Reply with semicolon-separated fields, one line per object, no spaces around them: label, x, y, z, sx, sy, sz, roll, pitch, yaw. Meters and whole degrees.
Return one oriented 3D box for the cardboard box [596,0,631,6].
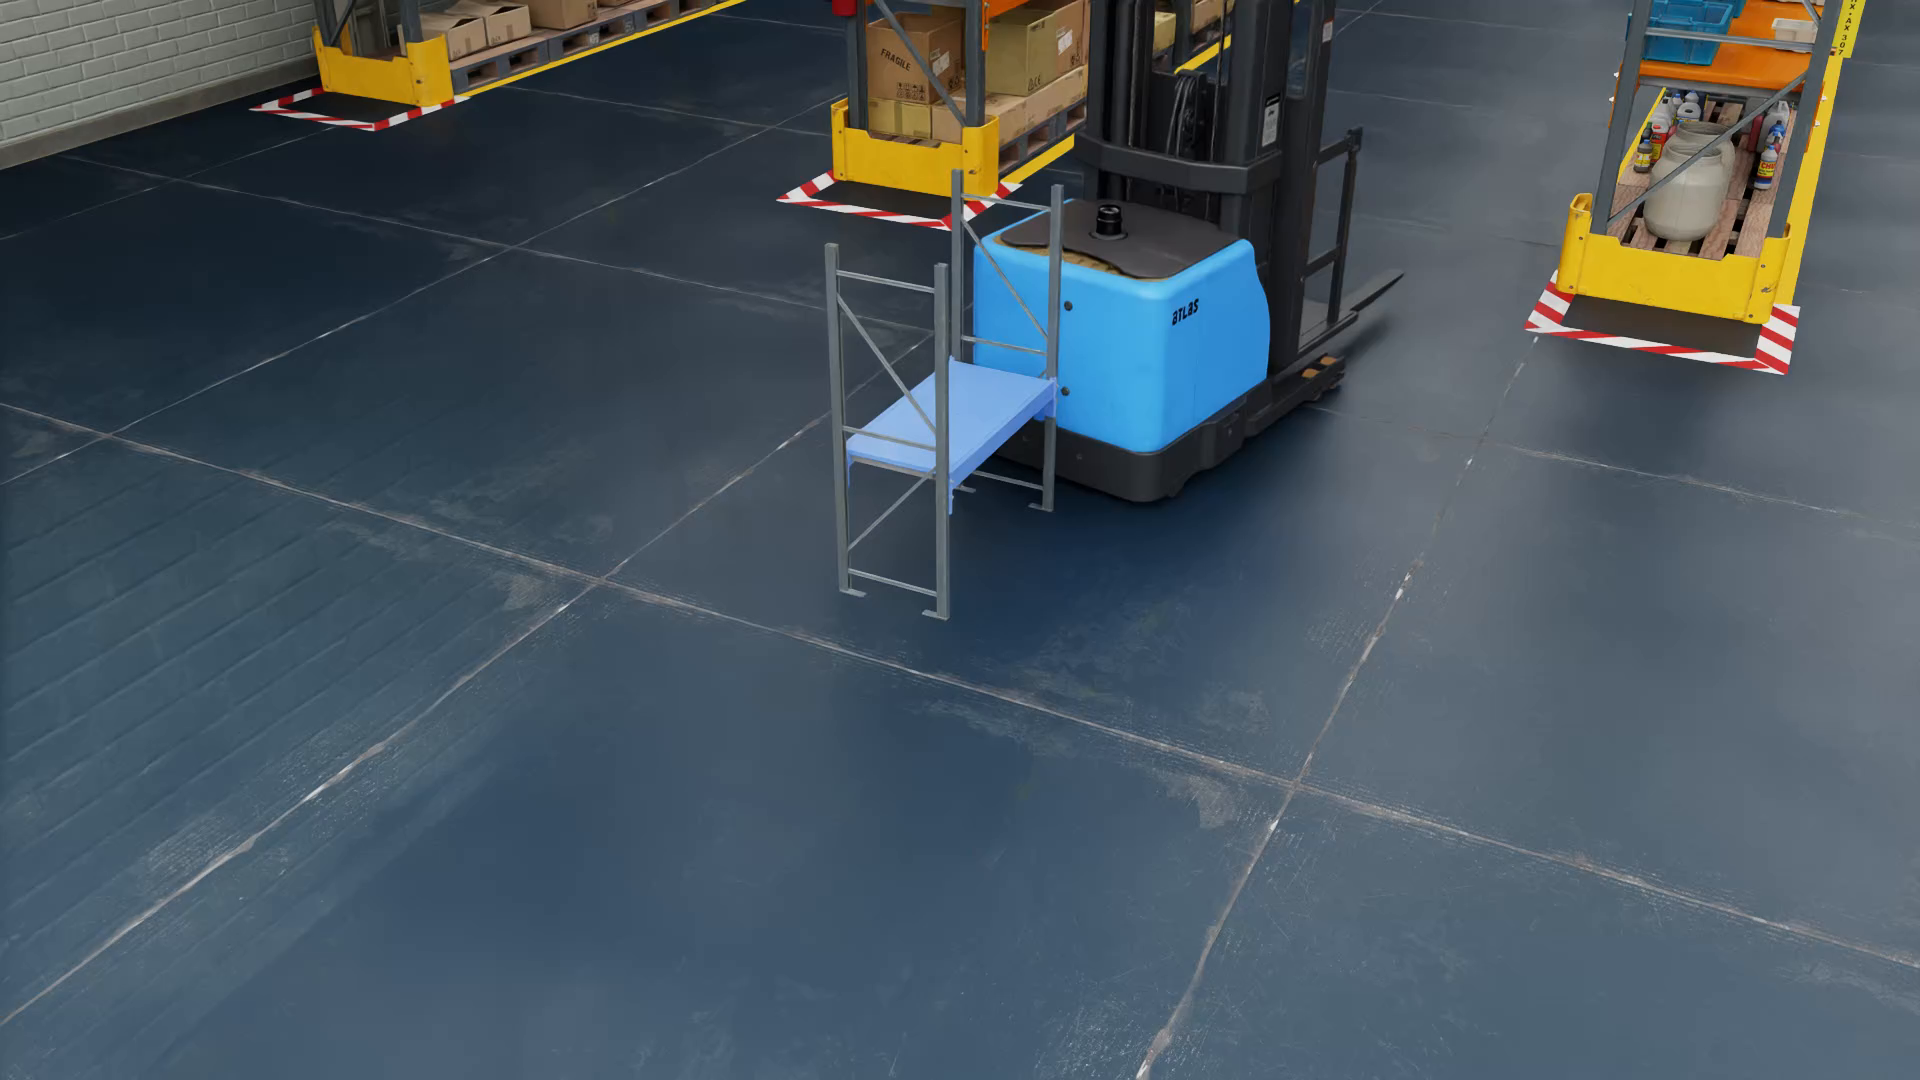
cardboard box;-3.329;-5.329;15.585;0.500;0.500;0.500;12;32;20

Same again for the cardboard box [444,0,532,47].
cardboard box;-4.059;-4.482;14.300;0.500;0.311;0.500;17;34;27

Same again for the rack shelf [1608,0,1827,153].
rack shelf;5.016;-3.245;10.611;1.077;0.370;4.000;14;33;23

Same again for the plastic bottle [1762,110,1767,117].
plastic bottle;5.553;-2.889;11.555;0.061;0.283;0.133;14;33;23

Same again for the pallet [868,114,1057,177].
pallet;0.008;-2.935;12.149;1.003;0.211;1.213;14;33;23

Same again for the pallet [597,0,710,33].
pallet;-3.167;-5.176;16.051;1.003;0.211;1.213;14;33;23

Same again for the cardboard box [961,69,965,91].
cardboard box;-0.104;-3.314;12.349;0.500;0.250;0.500;14;33;23

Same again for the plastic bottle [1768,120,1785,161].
plastic bottle;5.503;-2.697;11.232;0.097;0.271;0.097;0;30;0

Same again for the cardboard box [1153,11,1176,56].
cardboard box;1.503;-4.303;14.071;0.500;0.250;0.500;14;33;23

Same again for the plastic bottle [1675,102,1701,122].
plastic bottle;5.054;-2.895;11.572;0.152;0.276;0.135;14;33;23

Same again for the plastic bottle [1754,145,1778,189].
plastic bottle;5.209;-2.411;10.734;0.097;0.271;0.097;0;30;0

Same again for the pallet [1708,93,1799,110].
pallet;6.251;-3.591;13.292;1.003;0.211;1.213;14;33;23

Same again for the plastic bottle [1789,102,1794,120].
plastic bottle;6.002;-3.168;12.041;0.061;0.283;0.133;16;34;26

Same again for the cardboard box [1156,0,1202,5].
cardboard box;1.930;-4.928;14.596;0.500;0.311;0.500;14;33;23

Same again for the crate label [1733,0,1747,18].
crate label;4.703;-3.563;10.407;0.502;0.435;0.616;14;33;23

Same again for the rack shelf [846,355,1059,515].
rack shelf;-0.039;-0.457;6.900;0.538;0.185;1.000;14;33;23

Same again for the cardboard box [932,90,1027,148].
cardboard box;0.140;-2.973;11.754;0.500;0.250;0.500;14;33;23

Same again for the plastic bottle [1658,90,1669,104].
plastic bottle;4.992;-3.045;11.827;0.061;0.283;0.133;16;33;25

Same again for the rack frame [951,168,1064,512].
rack frame;0.193;-0.838;7.203;0.500;1.500;0.032;14;33;23

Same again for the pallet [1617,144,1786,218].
pallet;5.030;-2.403;11.223;1.003;0.211;1.213;14;33;23

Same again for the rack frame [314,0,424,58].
rack frame;-4.714;-4.918;12.801;1.000;3.000;0.127;14;33;23

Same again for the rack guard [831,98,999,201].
rack guard;-0.314;-2.701;11.451;1.175;0.500;0.348;14;33;23

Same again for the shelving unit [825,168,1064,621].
shelving unit;-0.039;-0.613;6.811;0.538;1.500;1.048;14;33;23

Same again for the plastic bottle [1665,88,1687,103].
plastic bottle;5.190;-3.222;12.067;0.144;0.351;0.185;15;33;25

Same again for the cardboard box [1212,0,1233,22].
cardboard box;2.158;-4.907;15.123;0.500;0.250;0.500;15;33;24

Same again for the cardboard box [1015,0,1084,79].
cardboard box;0.582;-3.744;12.345;0.500;0.500;0.500;14;33;23

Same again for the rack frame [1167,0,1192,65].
rack frame;1.519;-5.569;13.935;1.000;3.000;0.127;14;33;23

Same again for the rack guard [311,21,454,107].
rack guard;-4.680;-3.867;13.483;1.175;0.500;0.348;14;33;23

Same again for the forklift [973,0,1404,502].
forklift;1.341;-2.111;7.983;1.130;2.935;3.031;21;36;32

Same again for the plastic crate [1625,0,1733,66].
plastic crate;4.067;-2.895;9.429;0.499;0.251;0.616;14;33;23

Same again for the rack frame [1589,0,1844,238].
rack frame;4.105;-2.670;8.888;1.000;3.000;0.127;14;33;23

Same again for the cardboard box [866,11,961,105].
cardboard box;-0.323;-3.416;11.772;0.500;0.500;0.500;14;33;23

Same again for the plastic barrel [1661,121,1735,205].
plastic barrel;4.565;-2.305;10.328;0.421;0.512;0.421;0;30;0

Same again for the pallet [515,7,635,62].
pallet;-3.721;-4.633;15.106;1.003;0.211;1.213;14;33;23

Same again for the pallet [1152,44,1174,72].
pallet;1.120;-4.017;14.032;1.003;0.211;1.213;14;33;23

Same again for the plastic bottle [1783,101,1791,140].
plastic bottle;5.766;-2.939;11.641;0.061;0.283;0.133;17;34;27

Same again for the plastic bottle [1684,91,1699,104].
plastic bottle;5.232;-3.096;11.927;0.097;0.271;0.097;0;30;0

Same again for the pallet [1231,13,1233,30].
pallet;2.375;-5.238;16.159;1.003;0.211;1.213;14;33;23

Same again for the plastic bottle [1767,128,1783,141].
plastic bottle;5.410;-2.607;11.076;0.097;0.271;0.097;0;30;0

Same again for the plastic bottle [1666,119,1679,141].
plastic bottle;4.786;-2.678;11.188;0.061;0.283;0.133;14;33;23

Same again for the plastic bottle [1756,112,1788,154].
plastic bottle;5.578;-2.803;11.412;0.152;0.276;0.135;15;33;24

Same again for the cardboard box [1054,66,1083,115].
cardboard box;0.592;-3.417;12.527;0.500;0.250;0.500;14;33;23

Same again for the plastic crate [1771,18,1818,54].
plastic crate;4.799;-2.880;9.517;0.298;0.136;0.250;14;33;23

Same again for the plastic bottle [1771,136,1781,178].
plastic bottle;5.328;-2.512;10.899;0.061;0.283;0.133;15;33;24

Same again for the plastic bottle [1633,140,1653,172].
plastic bottle;4.552;-2.561;11.066;0.097;0.201;0.097;0;30;0

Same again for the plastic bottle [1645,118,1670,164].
plastic bottle;4.691;-2.699;11.231;0.152;0.276;0.135;15;33;24

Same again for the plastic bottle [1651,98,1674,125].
plastic bottle;4.826;-2.867;11.449;0.144;0.351;0.185;16;33;25
